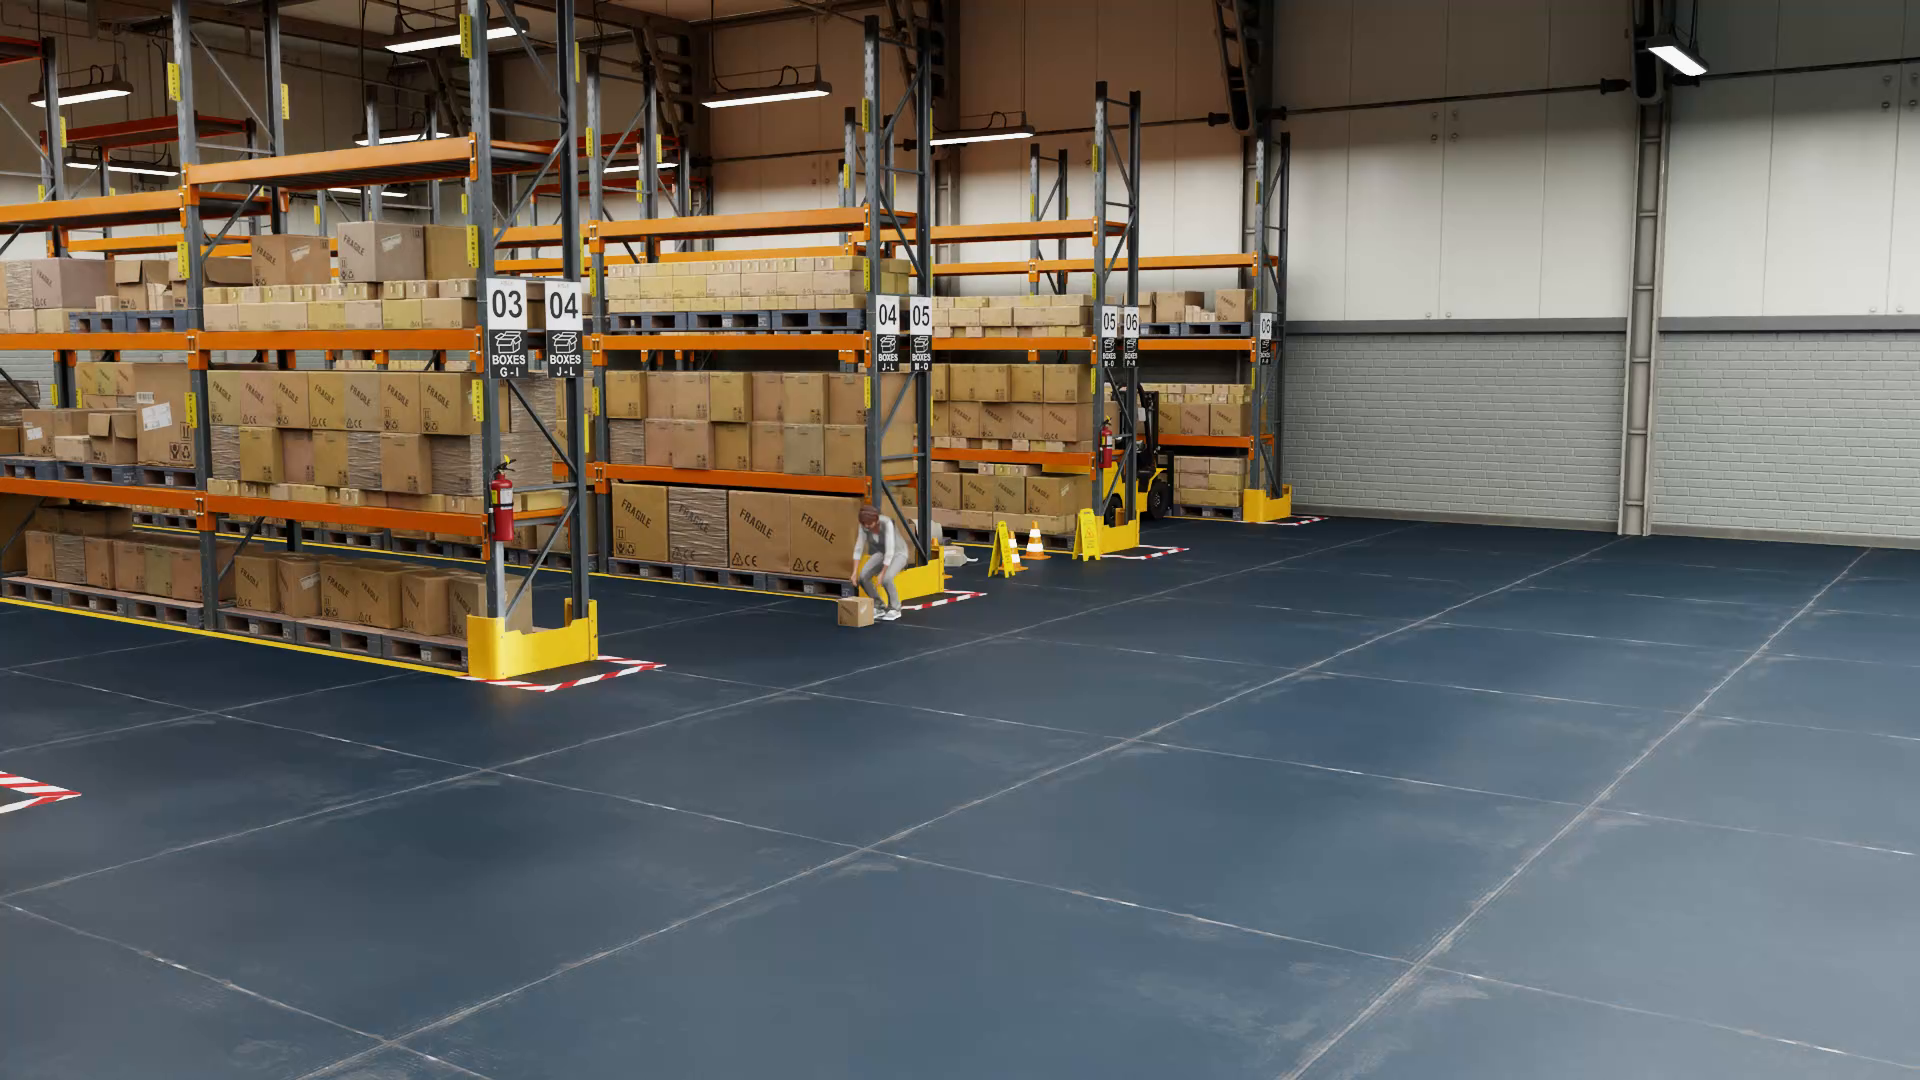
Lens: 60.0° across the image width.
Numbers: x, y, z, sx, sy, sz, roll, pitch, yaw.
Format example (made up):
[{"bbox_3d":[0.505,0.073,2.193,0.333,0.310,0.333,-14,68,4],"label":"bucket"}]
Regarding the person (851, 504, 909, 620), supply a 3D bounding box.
[{"bbox_3d":[-0.761,0.216,16.322,0.464,1.143,0.725,4,8,33],"label":"person"}]
